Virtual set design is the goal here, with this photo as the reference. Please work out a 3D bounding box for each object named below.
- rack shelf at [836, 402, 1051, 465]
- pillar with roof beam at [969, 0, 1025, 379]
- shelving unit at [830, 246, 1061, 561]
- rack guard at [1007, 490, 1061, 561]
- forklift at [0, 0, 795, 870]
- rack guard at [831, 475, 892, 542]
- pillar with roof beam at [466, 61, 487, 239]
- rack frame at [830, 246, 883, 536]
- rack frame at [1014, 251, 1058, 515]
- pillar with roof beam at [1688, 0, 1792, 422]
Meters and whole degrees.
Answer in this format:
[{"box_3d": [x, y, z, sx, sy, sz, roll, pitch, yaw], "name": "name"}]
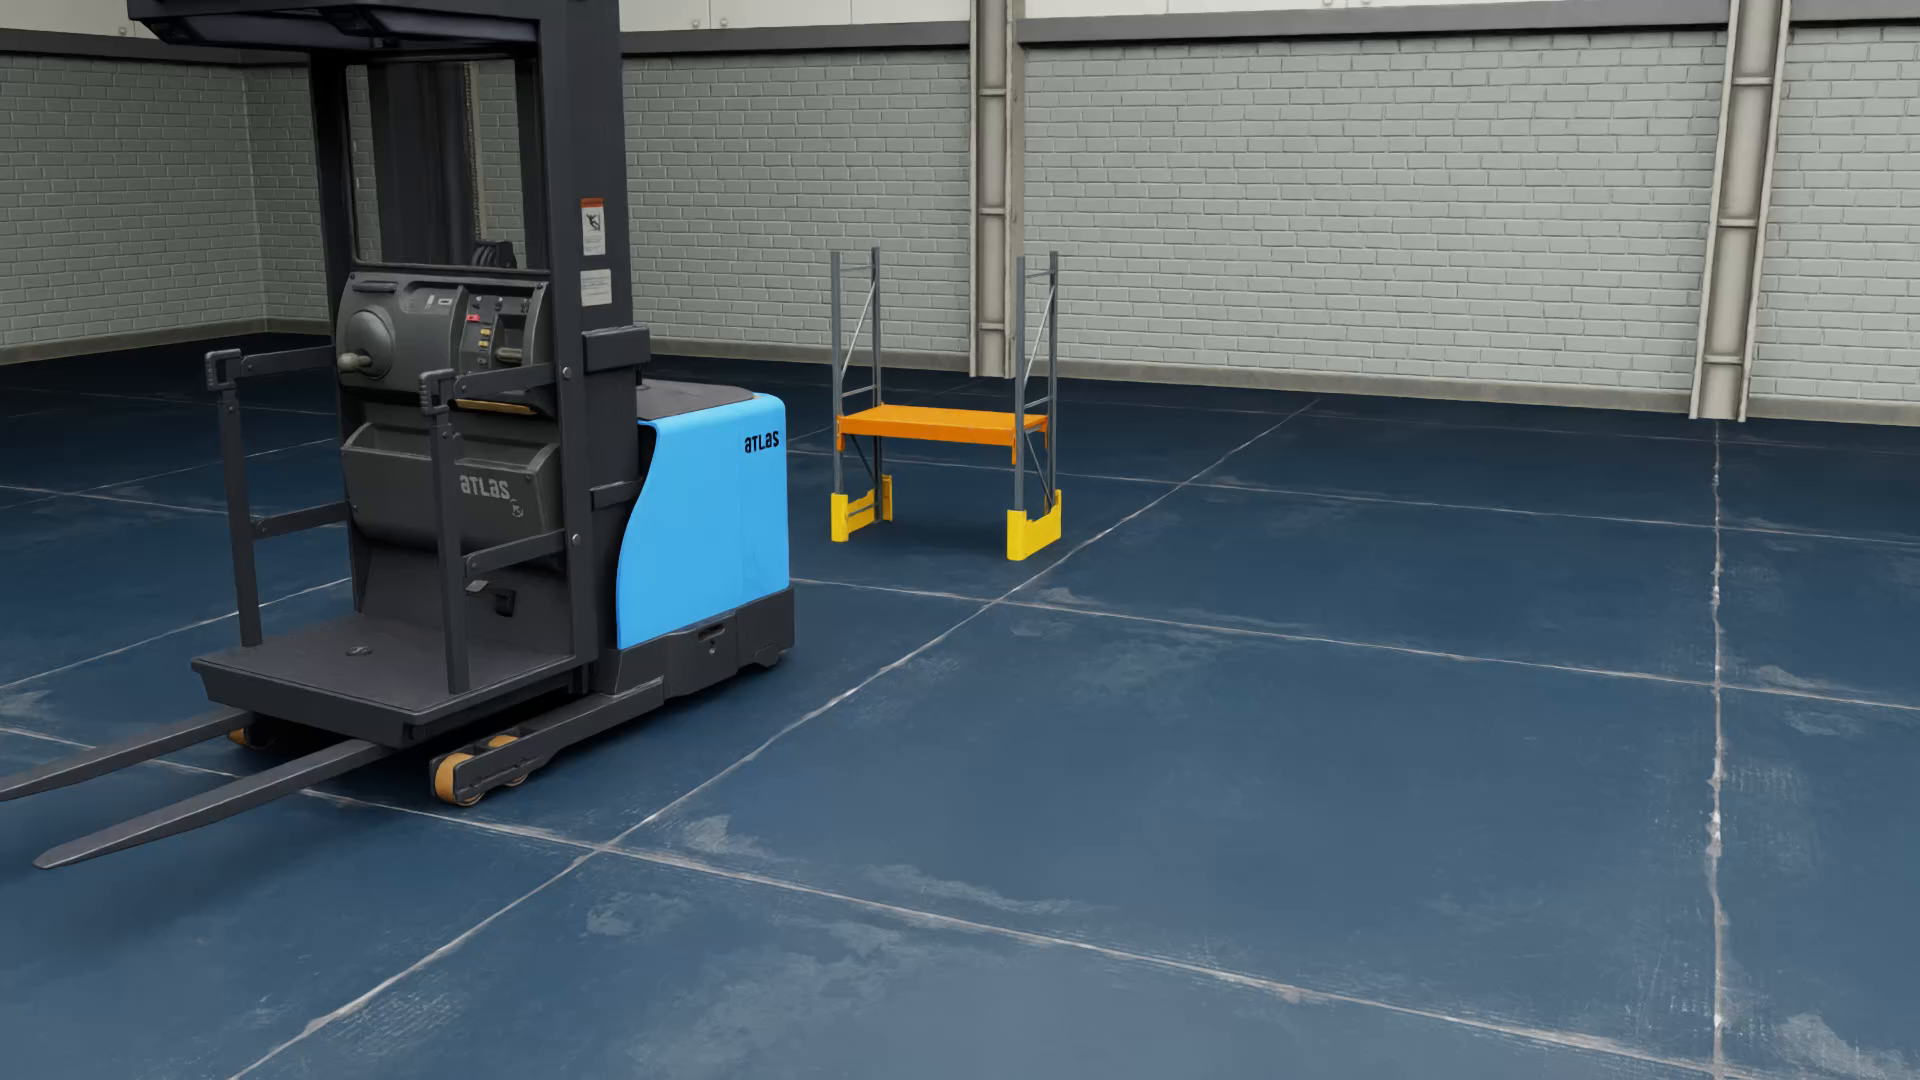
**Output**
[{"box_3d": [-0.078, -0.563, 8.658, 1.000, 0.185, 0.538, 6, 14, 23], "name": "rack shelf"}, {"box_3d": [-1.417, -4.979, 10.274, 0.400, 9.000, 9.100, 6, 14, 23], "name": "pillar with roof beam"}, {"box_3d": [-0.070, -0.737, 8.614, 1.083, 1.500, 0.587, 6, 14, 23], "name": "shelving unit"}, {"box_3d": [0.386, -0.083, 8.560, 0.087, 0.250, 0.587, 6, 14, 23], "name": "rack guard"}, {"box_3d": [-1.845, -0.713, 5.376, 1.130, 2.935, 3.031, 8, 15, 30], "name": "forklift"}, {"box_3d": [-0.525, -0.175, 8.953, 0.087, 0.250, 0.587, 6, 14, 23], "name": "rack guard"}, {"box_3d": [-6.903, -5.534, 12.640, 0.400, 9.000, 9.100, 6, 14, 23], "name": "pillar with roof beam"}, {"box_3d": [-0.543, -0.785, 8.818, 0.032, 1.500, 0.500, 6, 14, 23], "name": "rack frame"}, {"box_3d": [0.387, -0.691, 8.417, 0.032, 1.500, 0.500, 6, 14, 23], "name": "rack frame"}, {"box_3d": [4.069, -4.423, 7.908, 0.400, 9.000, 9.100, 6, 14, 23], "name": "pillar with roof beam"}]
